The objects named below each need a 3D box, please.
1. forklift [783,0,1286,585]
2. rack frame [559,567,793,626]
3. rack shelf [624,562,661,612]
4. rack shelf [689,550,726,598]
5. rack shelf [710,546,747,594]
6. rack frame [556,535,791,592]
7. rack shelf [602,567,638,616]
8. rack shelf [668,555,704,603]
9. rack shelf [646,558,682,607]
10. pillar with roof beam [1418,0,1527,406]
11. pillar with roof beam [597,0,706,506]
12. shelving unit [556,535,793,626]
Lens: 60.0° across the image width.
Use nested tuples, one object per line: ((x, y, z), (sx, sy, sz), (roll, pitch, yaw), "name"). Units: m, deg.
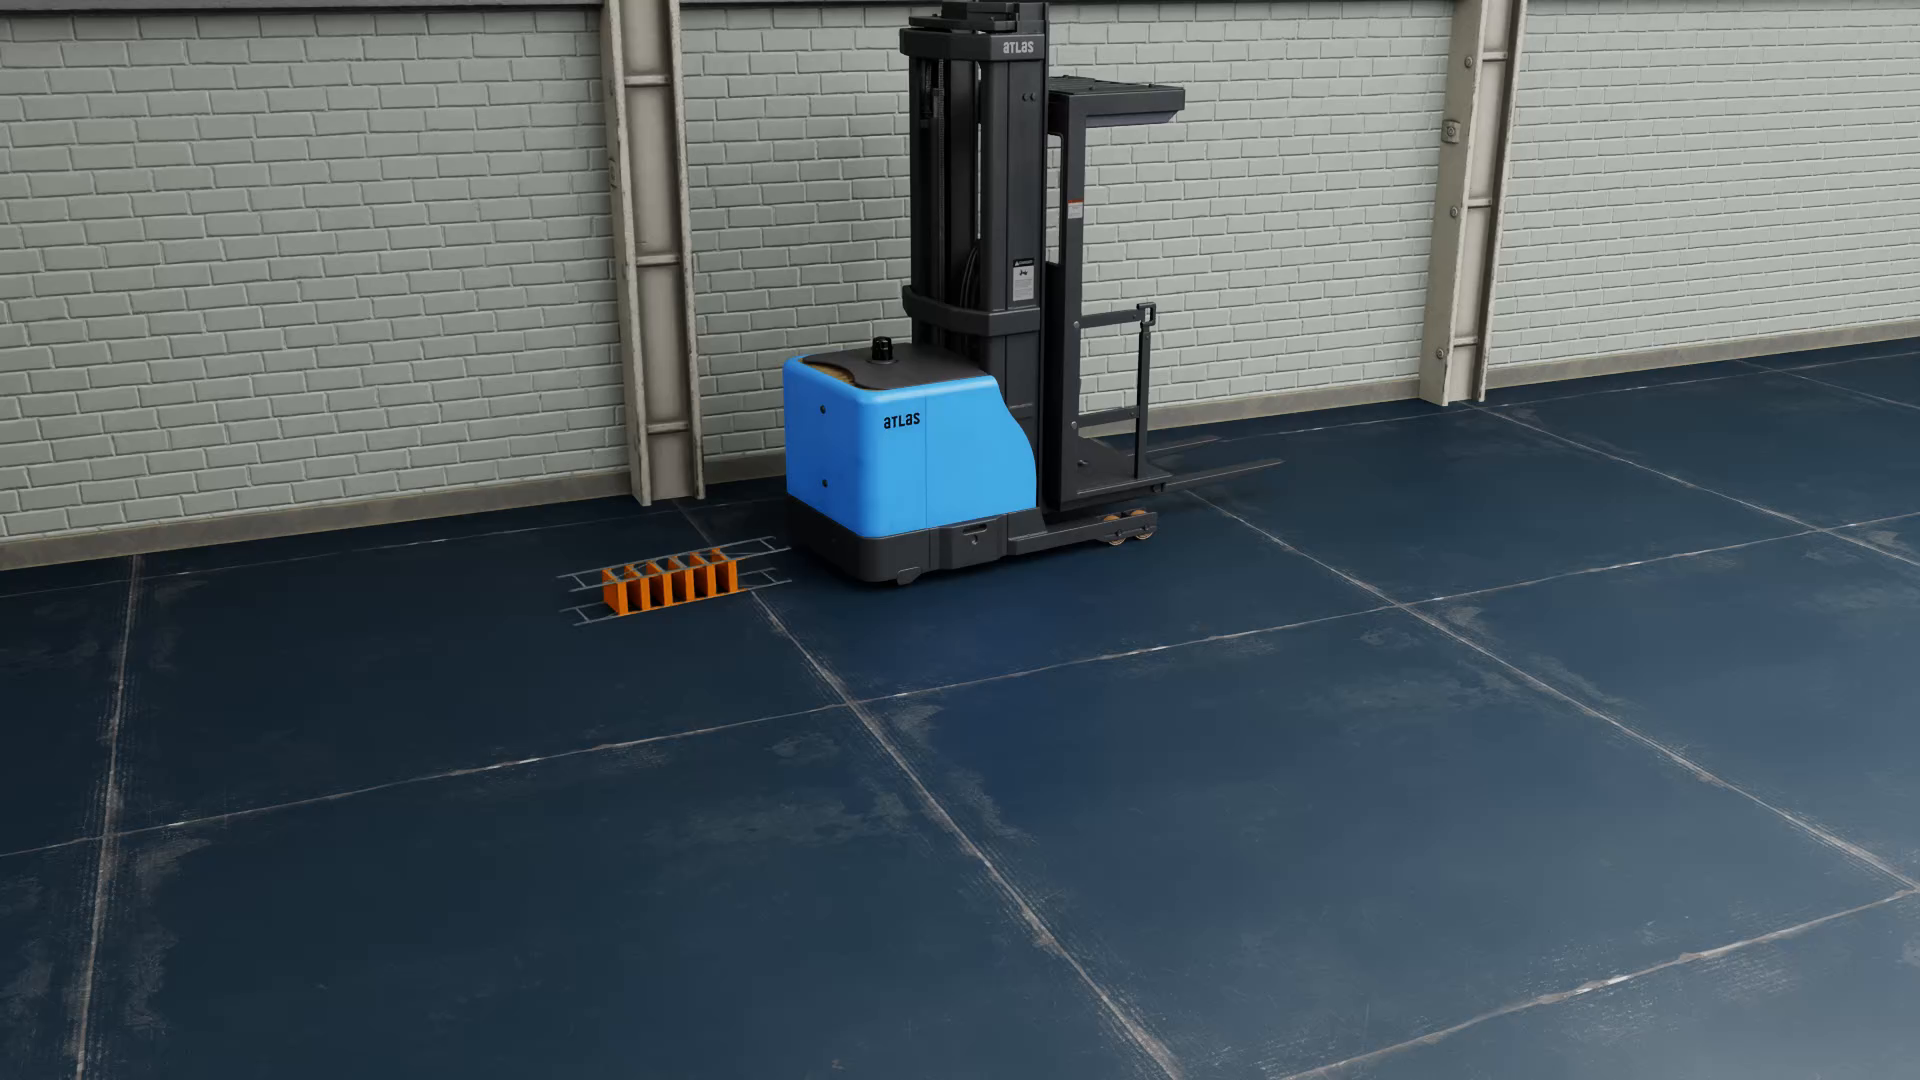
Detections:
((0.538, -1.491, 9.343), (3.031, 2.935, 1.130), (-11, 22, -29), "forklift")
((-1.471, 0.289, 8.682), (1.200, 0.006, 0.240), (-11, 22, -29), "rack frame")
((-1.640, 0.237, 8.557), (0.103, 0.180, 0.258), (-11, 22, -29), "rack shelf")
((-1.330, 0.174, 8.730), (0.103, 0.180, 0.258), (-11, 22, -29), "rack shelf")
((-1.227, 0.153, 8.787), (0.103, 0.180, 0.258), (-11, 22, -29), "rack shelf")
((-1.472, 0.117, 8.620), (1.200, 0.006, 0.240), (-11, 22, -29), "rack frame")
((-1.743, 0.258, 8.500), (0.103, 0.180, 0.258), (-11, 22, -29), "rack shelf")
((-1.433, 0.195, 8.672), (0.103, 0.180, 0.258), (-11, 22, -29), "rack shelf")
((-1.536, 0.216, 8.615), (0.103, 0.180, 0.258), (-11, 22, -29), "rack shelf")
((5.406, -3.999, 7.329), (0.400, 9.000, 9.100), (-8, 21, -22), "pillar with roof beam")
((-0.103, -3.209, 5.088), (0.400, 9.000, 9.100), (-8, 21, -22), "pillar with roof beam")
((-1.471, 0.203, 8.651), (1.200, 0.189, 0.258), (-11, 22, -29), "shelving unit")
